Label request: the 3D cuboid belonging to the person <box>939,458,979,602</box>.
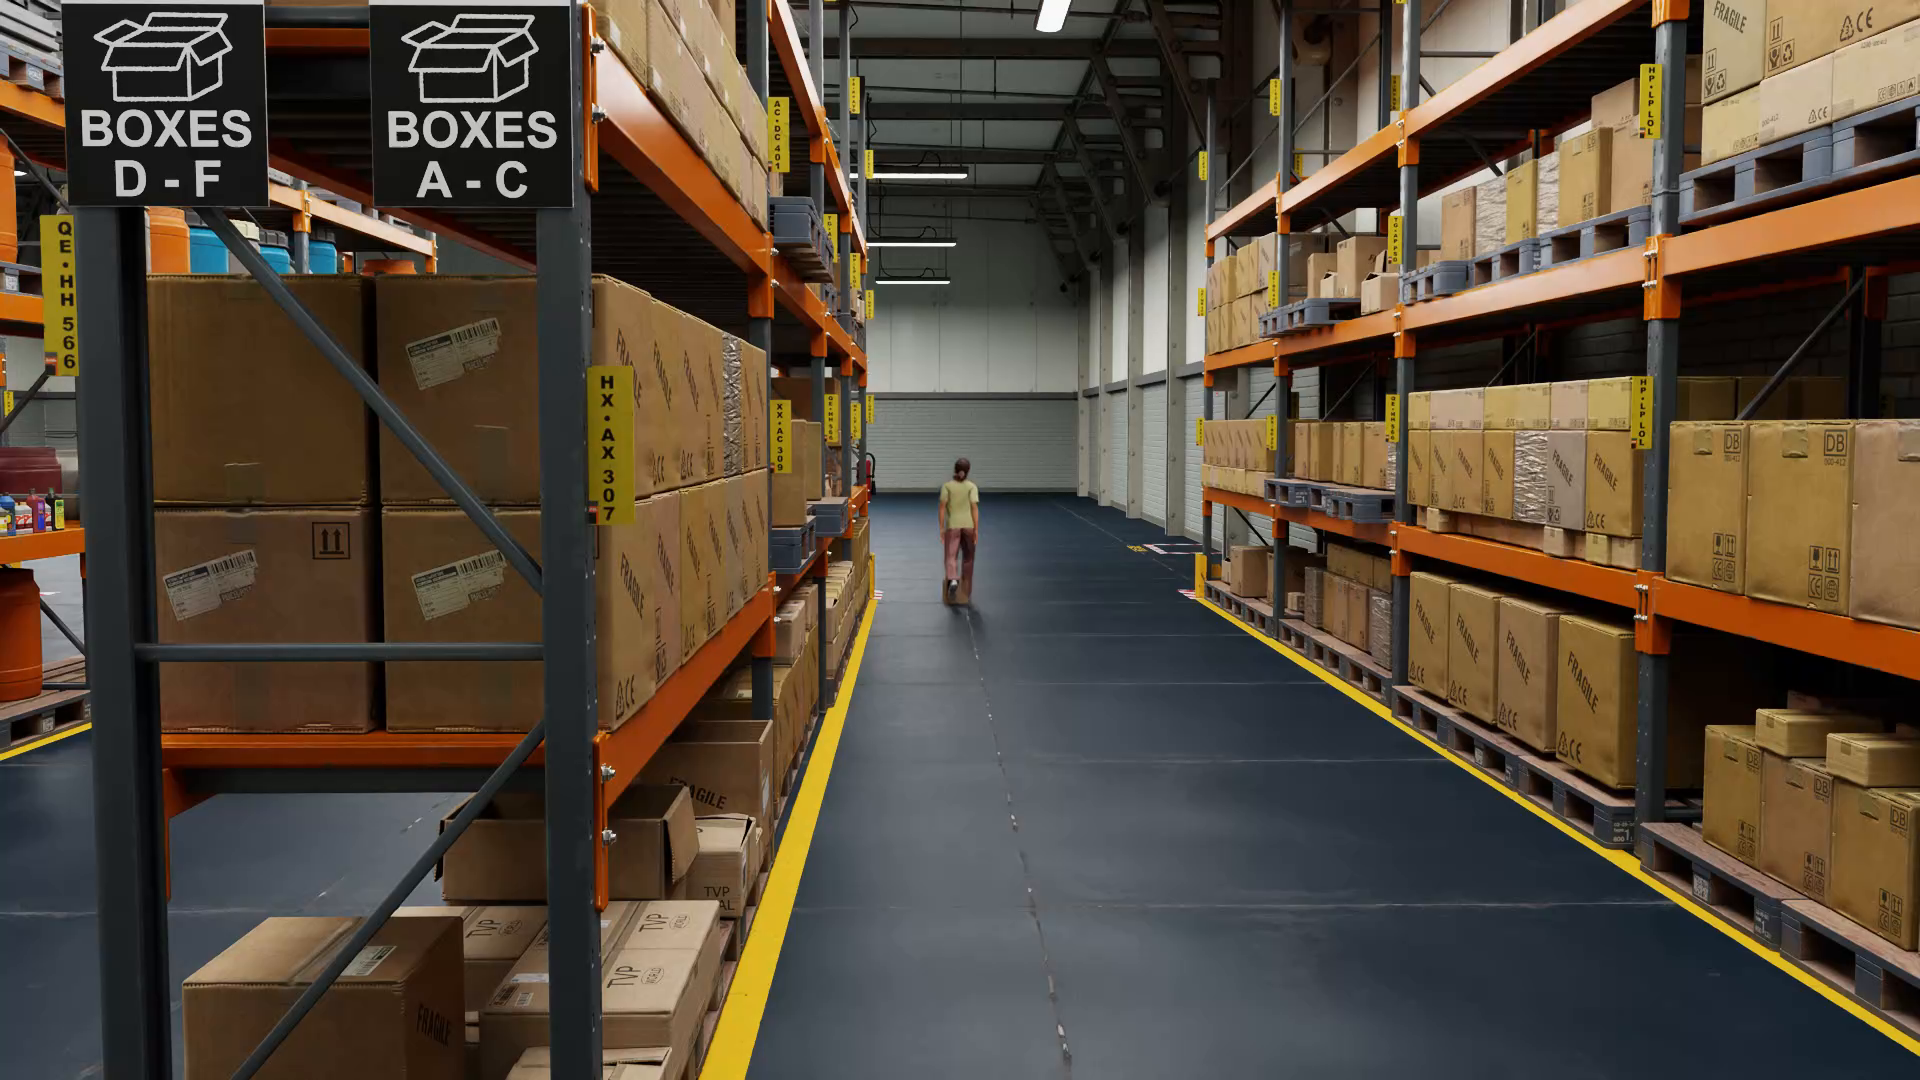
[{"bbox_3d":[-0.013,-0.098,18.549,0.451,1.629,0.967,0,4,0],"label":"person"}]
